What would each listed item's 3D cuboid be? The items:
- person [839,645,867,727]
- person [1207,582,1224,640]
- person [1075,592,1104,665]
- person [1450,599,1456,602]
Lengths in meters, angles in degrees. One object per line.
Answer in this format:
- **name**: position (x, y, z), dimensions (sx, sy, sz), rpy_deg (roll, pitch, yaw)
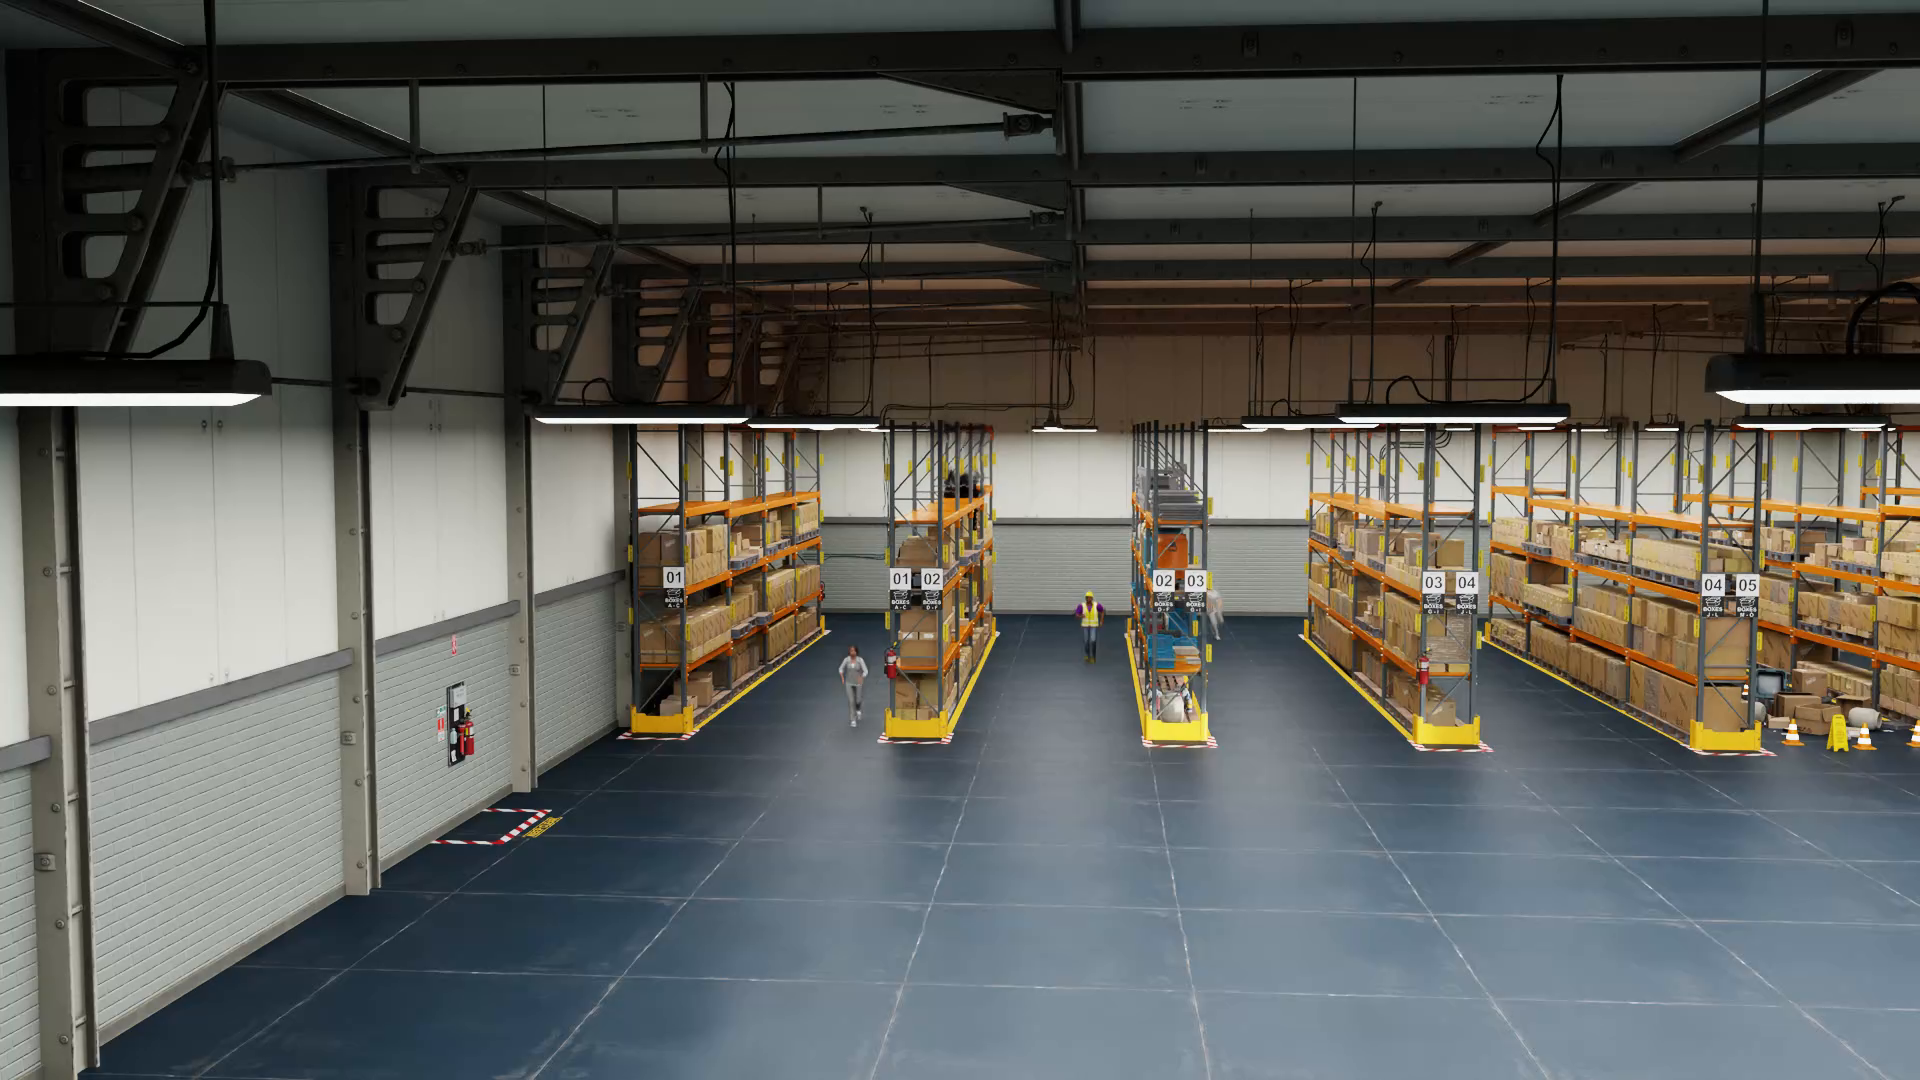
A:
- **person**: position (-2.111, 2.860, 32.808), dimensions (0.571, 1.578, 0.672), rpy_deg (0, 4, -1)
- **person**: position (7.075, 1.979, 46.553), dimensions (0.567, 1.607, 0.546), rpy_deg (-1, 4, -8)
- **person**: position (3.232, 2.211, 41.624), dimensions (0.702, 1.837, 0.770), rpy_deg (1, 4, 9)
- **person**: position (13.353, 1.968, 45.523), dimensions (0.652, 1.824, 0.729), rpy_deg (1, 4, 22)
